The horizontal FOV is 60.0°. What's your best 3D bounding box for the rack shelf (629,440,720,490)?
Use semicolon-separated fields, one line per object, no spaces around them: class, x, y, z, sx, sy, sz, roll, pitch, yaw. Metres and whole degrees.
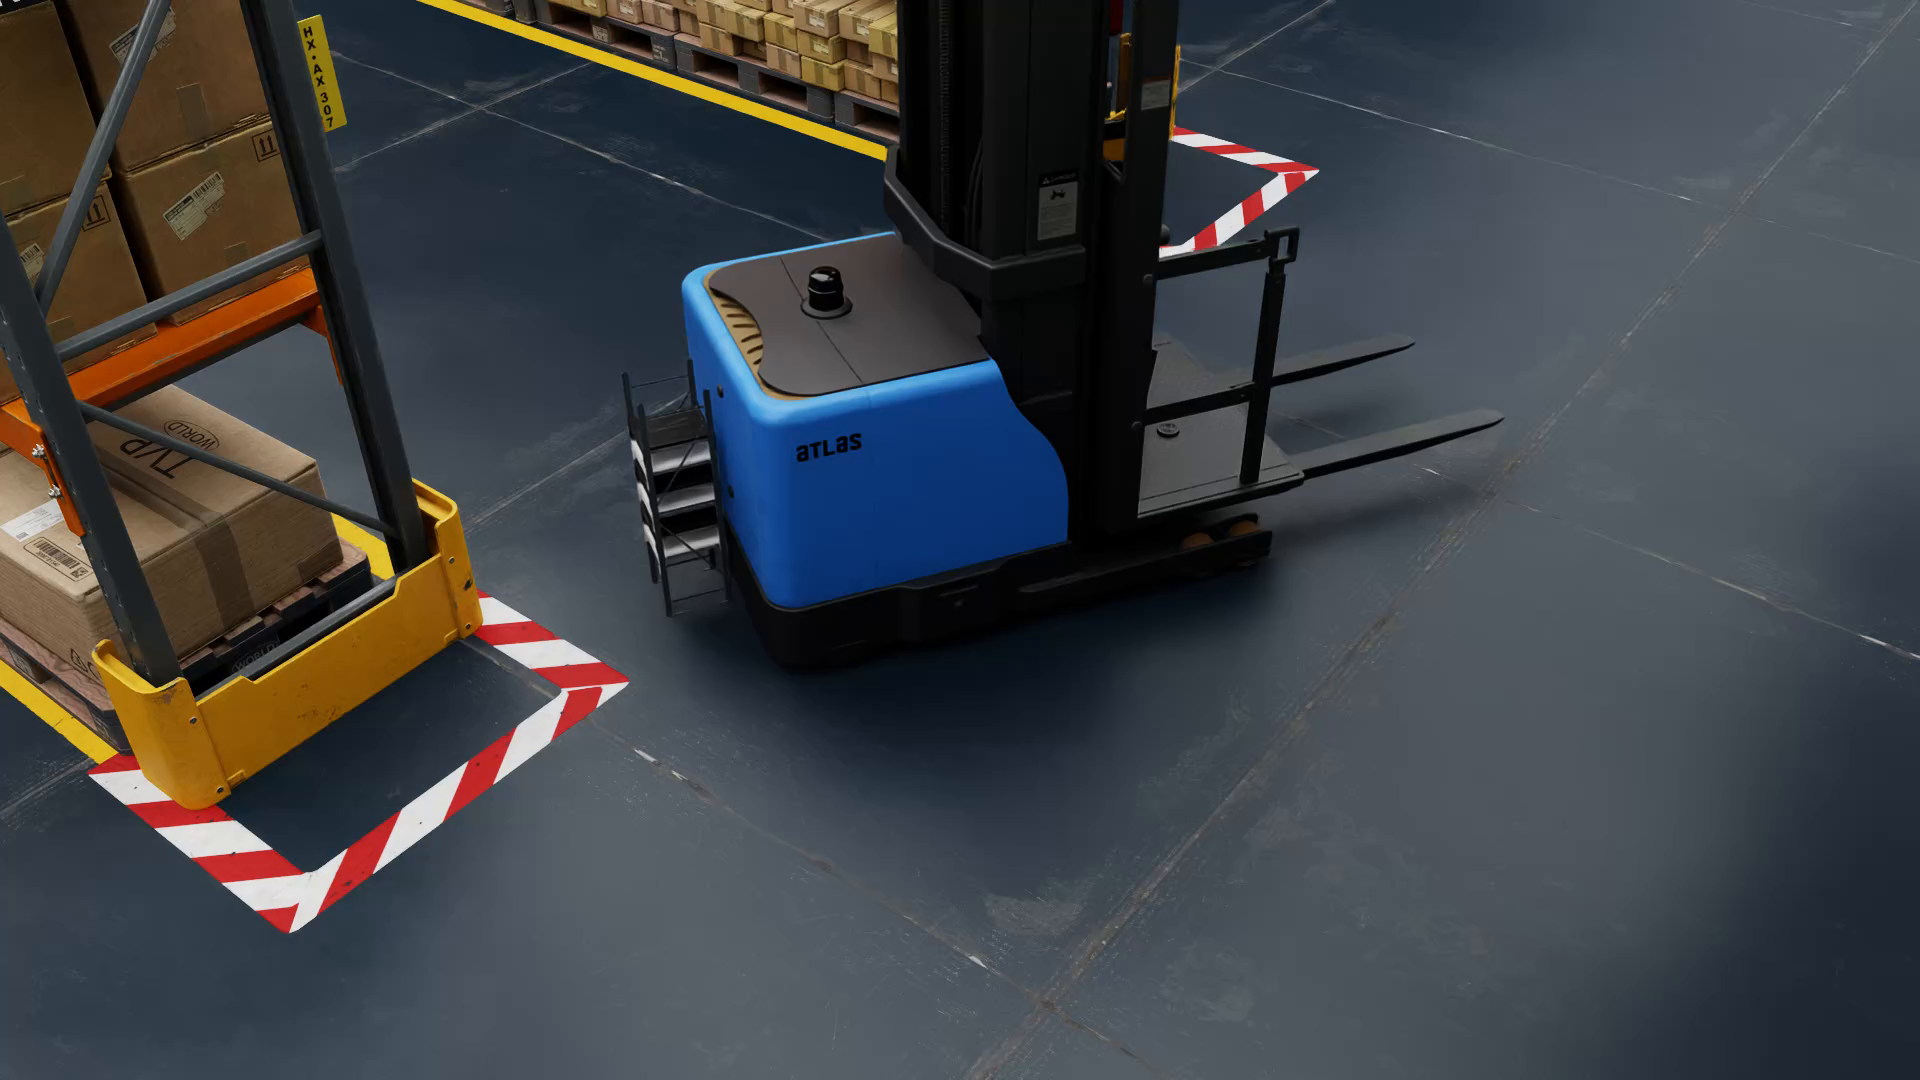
rack shelf;-0.968;-0.283;5.643;0.258;0.077;0.200;-15;40;-18

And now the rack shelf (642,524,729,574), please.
rack shelf;-0.968;0.001;5.865;0.258;0.077;0.200;-15;40;-18

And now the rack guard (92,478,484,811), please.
rack guard;-2.150;0.311;5.447;0.348;0.500;1.175;25;45;29

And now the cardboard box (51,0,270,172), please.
cardboard box;-2.378;-1.435;4.757;0.500;0.500;0.500;24;44;28

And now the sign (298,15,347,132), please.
sign;-1.827;-1.324;4.741;0.005;0.325;0.100;25;45;29

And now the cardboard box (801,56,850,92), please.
cardboard box;-0.655;-2.621;9.136;0.250;0.149;0.380;23;44;27

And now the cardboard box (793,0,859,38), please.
cardboard box;-0.679;-2.854;8.951;0.250;0.149;0.380;27;45;30

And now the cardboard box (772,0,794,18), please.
cardboard box;-0.821;-3.007;9.146;0.250;0.149;0.380;24;44;27

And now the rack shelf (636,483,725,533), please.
rack shelf;-0.968;-0.141;5.754;0.258;0.077;0.200;-15;40;-18

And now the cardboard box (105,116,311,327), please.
cardboard box;-2.376;-1.042;5.067;0.500;0.500;0.500;25;44;28

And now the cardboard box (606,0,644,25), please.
cardboard box;-1.885;-3.224;9.906;0.250;0.149;0.380;25;44;28

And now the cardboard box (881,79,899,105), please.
cardboard box;-0.210;-2.470;8.943;0.250;0.149;0.380;25;44;28

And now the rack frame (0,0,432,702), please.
rack frame;-2.169;-0.682;4.688;0.127;3.000;1.000;25;45;29

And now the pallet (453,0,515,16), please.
pallet;-3.039;-3.835;10.977;1.213;0.211;1.003;25;45;29

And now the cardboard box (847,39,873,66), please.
cardboard box;-0.400;-2.707;9.004;0.250;0.149;0.380;25;44;28

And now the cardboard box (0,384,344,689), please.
cardboard box;-2.754;-0.037;5.602;0.875;0.438;0.875;24;44;27

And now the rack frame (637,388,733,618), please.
rack frame;-0.928;-0.109;5.660;0.240;0.900;0.006;-15;40;-18

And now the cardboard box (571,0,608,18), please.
cardboard box;-2.114;-3.291;9.993;0.250;0.149;0.380;27;45;30

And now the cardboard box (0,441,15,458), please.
cardboard box;-3.486;-0.376;6.034;0.875;0.438;0.875;27;45;30

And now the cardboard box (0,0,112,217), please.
cardboard box;-2.697;-1.179;4.431;0.500;0.500;0.500;27;45;30

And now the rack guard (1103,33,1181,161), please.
rack guard;0.697;-2.188;8.639;0.348;0.500;1.175;25;45;29

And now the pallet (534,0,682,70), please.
pallet;-1.865;-3.310;10.306;1.213;0.211;1.003;25;45;29

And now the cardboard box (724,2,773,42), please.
cardboard box;-1.096;-2.938;9.300;0.250;0.149;0.380;26;45;29

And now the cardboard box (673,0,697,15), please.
cardboard box;-1.438;-3.168;9.594;0.250;0.149;0.380;27;46;30

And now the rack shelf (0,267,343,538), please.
rack shelf;-3.758;-1.148;5.867;4.000;0.370;1.077;25;45;29

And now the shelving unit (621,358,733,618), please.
shelving unit;-0.968;-0.167;5.733;0.258;0.900;0.210;-15;40;-18

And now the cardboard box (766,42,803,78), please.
cardboard box;-0.860;-2.733;9.279;0.250;0.149;0.380;26;45;29

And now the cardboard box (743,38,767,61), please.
cardboard box;-1.015;-2.864;9.447;0.250;0.149;0.380;27;45;30

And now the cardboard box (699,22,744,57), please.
cardboard box;-1.270;-2.925;9.525;0.250;0.149;0.380;24;44;27

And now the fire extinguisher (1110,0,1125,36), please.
fire extinguisher;0.677;-2.646;7.562;0.183;0.674;0.296;25;45;29

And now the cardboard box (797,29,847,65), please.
cardboard box;-0.668;-2.743;9.051;0.250;0.149;0.380;26;45;29

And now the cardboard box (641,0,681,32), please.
cardboard box;-1.653;-3.153;9.816;0.250;0.149;0.380;24;44;28

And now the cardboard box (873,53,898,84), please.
cardboard box;-0.249;-2.556;8.811;0.250;0.149;0.380;23;44;27

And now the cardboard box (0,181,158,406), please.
cardboard box;-2.713;-0.773;4.723;0.500;0.500;0.500;26;45;29

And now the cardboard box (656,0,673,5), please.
cardboard box;-1.642;-3.283;9.740;0.250;0.149;0.380;23;44;26

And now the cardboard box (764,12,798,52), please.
cardboard box;-0.860;-2.848;9.185;0.250;0.149;0.380;28;46;31

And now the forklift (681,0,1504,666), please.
forklift;0.601;-1.302;5.535;3.031;2.935;1.130;-14;40;-17

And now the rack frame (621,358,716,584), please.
rack frame;-1.008;-0.225;5.807;0.240;0.900;0.006;-15;40;-18

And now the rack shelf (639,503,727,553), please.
rack shelf;-0.968;-0.070;5.809;0.258;0.077;0.200;-15;40;-18

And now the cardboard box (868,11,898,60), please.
cardboard box;-0.264;-2.652;8.694;0.250;0.149;0.380;24;44;28

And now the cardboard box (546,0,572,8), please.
cardboard box;-2.326;-3.391;10.120;0.250;0.149;0.380;23;44;27

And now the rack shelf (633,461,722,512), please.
rack shelf;-0.968;-0.212;5.698;0.258;0.077;0.200;-15;40;-18

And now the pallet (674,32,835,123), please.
pallet;-0.891;-2.853;9.723;1.213;0.211;1.003;25;45;29

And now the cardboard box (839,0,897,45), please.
cardboard box;-0.432;-2.780;8.857;0.250;0.149;0.380;23;44;27

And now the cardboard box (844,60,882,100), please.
cardboard box;-0.415;-2.556;9.053;0.250;0.149;0.380;26;45;29

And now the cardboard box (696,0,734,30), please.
cardboard box;-1.276;-3.042;9.433;0.250;0.149;0.380;25;44;28

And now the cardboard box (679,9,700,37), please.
cardboard box;-1.418;-3.070;9.709;0.250;0.149;0.380;23;44;27

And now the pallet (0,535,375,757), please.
pallet;-2.852;0.155;5.881;1.213;0.211;1.003;25;45;29

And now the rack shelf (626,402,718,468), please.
rack shelf;-0.968;-0.353;5.587;0.258;0.077;0.200;-15;40;-18

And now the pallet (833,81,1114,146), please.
pallet;0.073;-2.396;9.139;1.213;0.211;1.003;25;45;29

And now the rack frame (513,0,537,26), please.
rack frame;-2.420;-4.642;9.746;0.127;3.000;1.000;25;45;29

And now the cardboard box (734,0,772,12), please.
cardboard box;-1.046;-3.091;9.254;0.250;0.149;0.380;25;45;29
